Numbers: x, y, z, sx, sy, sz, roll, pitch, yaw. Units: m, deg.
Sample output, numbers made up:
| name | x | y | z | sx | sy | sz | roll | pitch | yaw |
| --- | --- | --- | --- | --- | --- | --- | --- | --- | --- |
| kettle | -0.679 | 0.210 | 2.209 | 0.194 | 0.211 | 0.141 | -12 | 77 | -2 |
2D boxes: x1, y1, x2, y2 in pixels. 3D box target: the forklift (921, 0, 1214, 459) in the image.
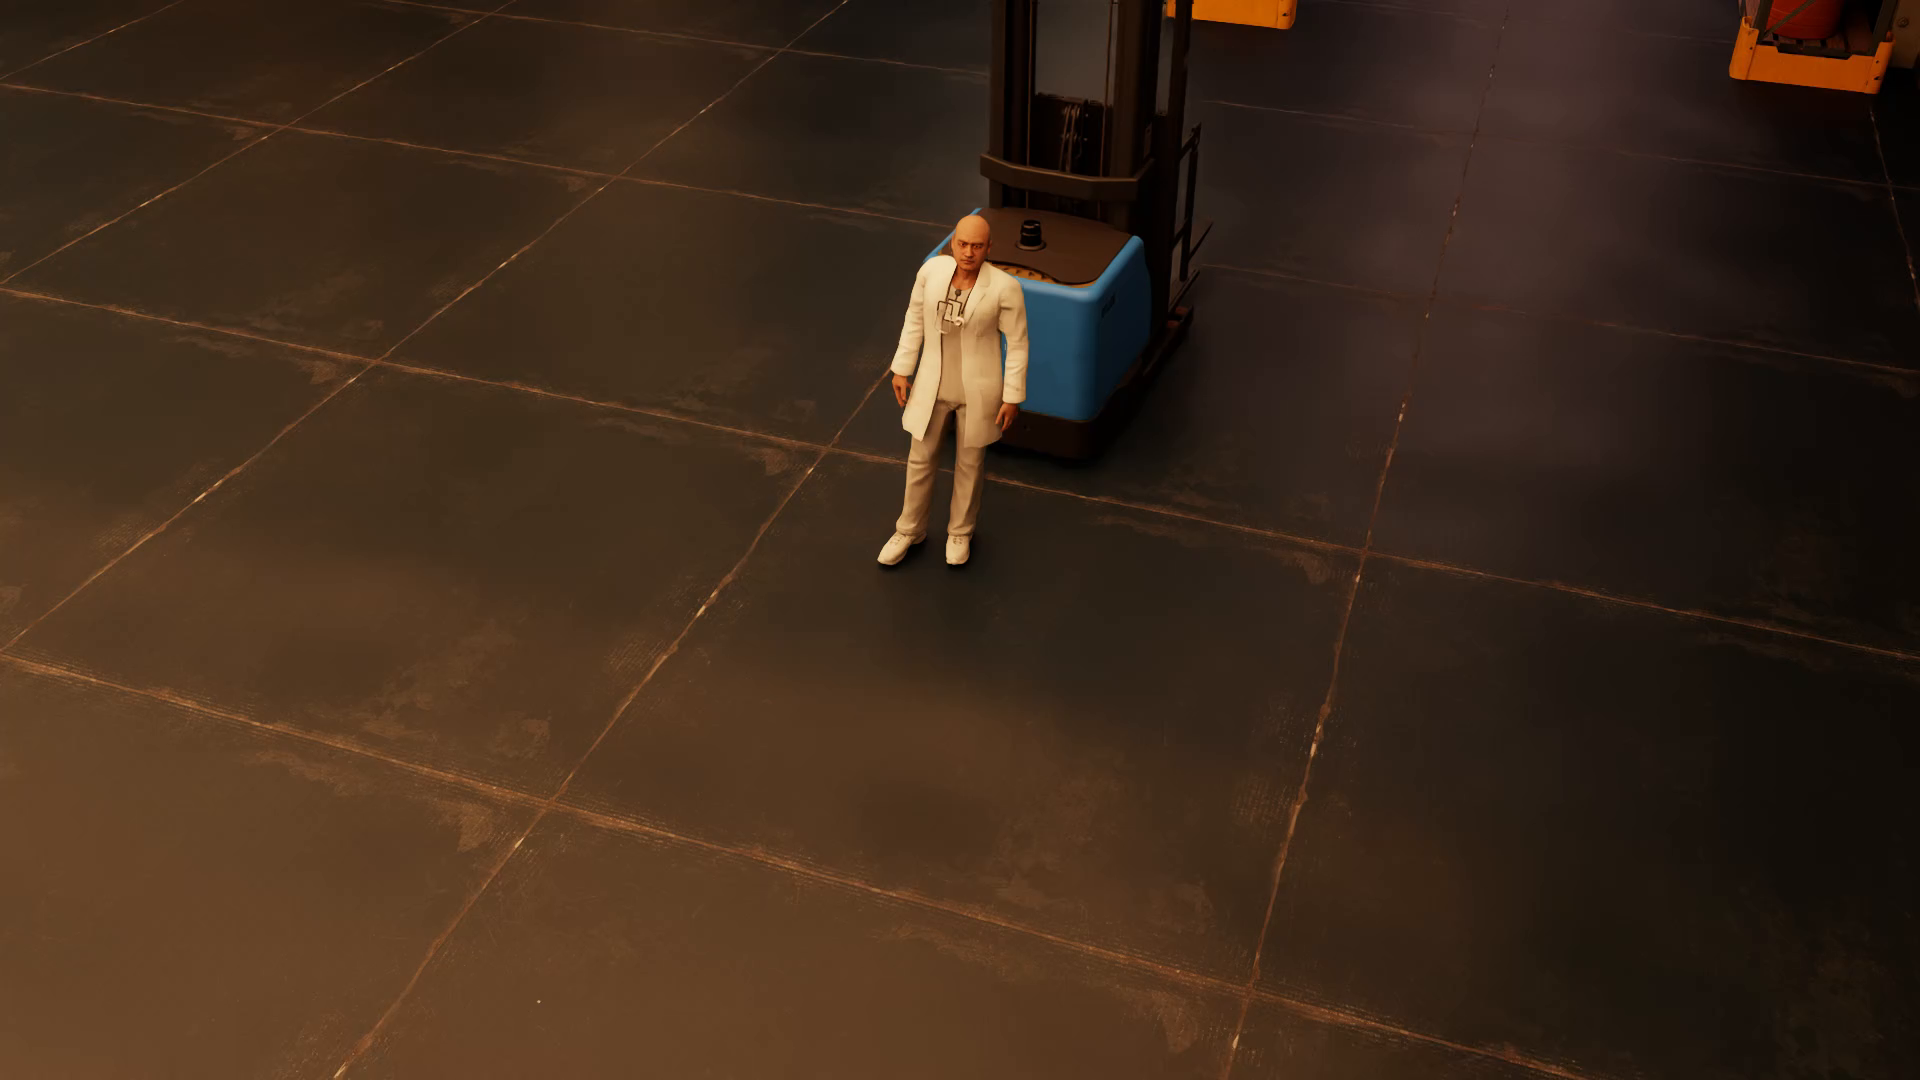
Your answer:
| name | x | y | z | sx | sy | sz | roll | pitch | yaw |
| --- | --- | --- | --- | --- | --- | --- | --- | --- | --- |
| forklift | 0.823 | -2.484 | 9.615 | 1.130 | 2.935 | 3.031 | 14 | 38 | 19 |

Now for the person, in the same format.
| name | x | y | z | sx | sy | sz | roll | pitch | yaw |
| --- | --- | --- | --- | --- | --- | --- | --- | --- | --- |
| person | -0.034 | -0.682 | 8.057 | 0.696 | 1.778 | 0.578 | 12 | 37 | 16 |
